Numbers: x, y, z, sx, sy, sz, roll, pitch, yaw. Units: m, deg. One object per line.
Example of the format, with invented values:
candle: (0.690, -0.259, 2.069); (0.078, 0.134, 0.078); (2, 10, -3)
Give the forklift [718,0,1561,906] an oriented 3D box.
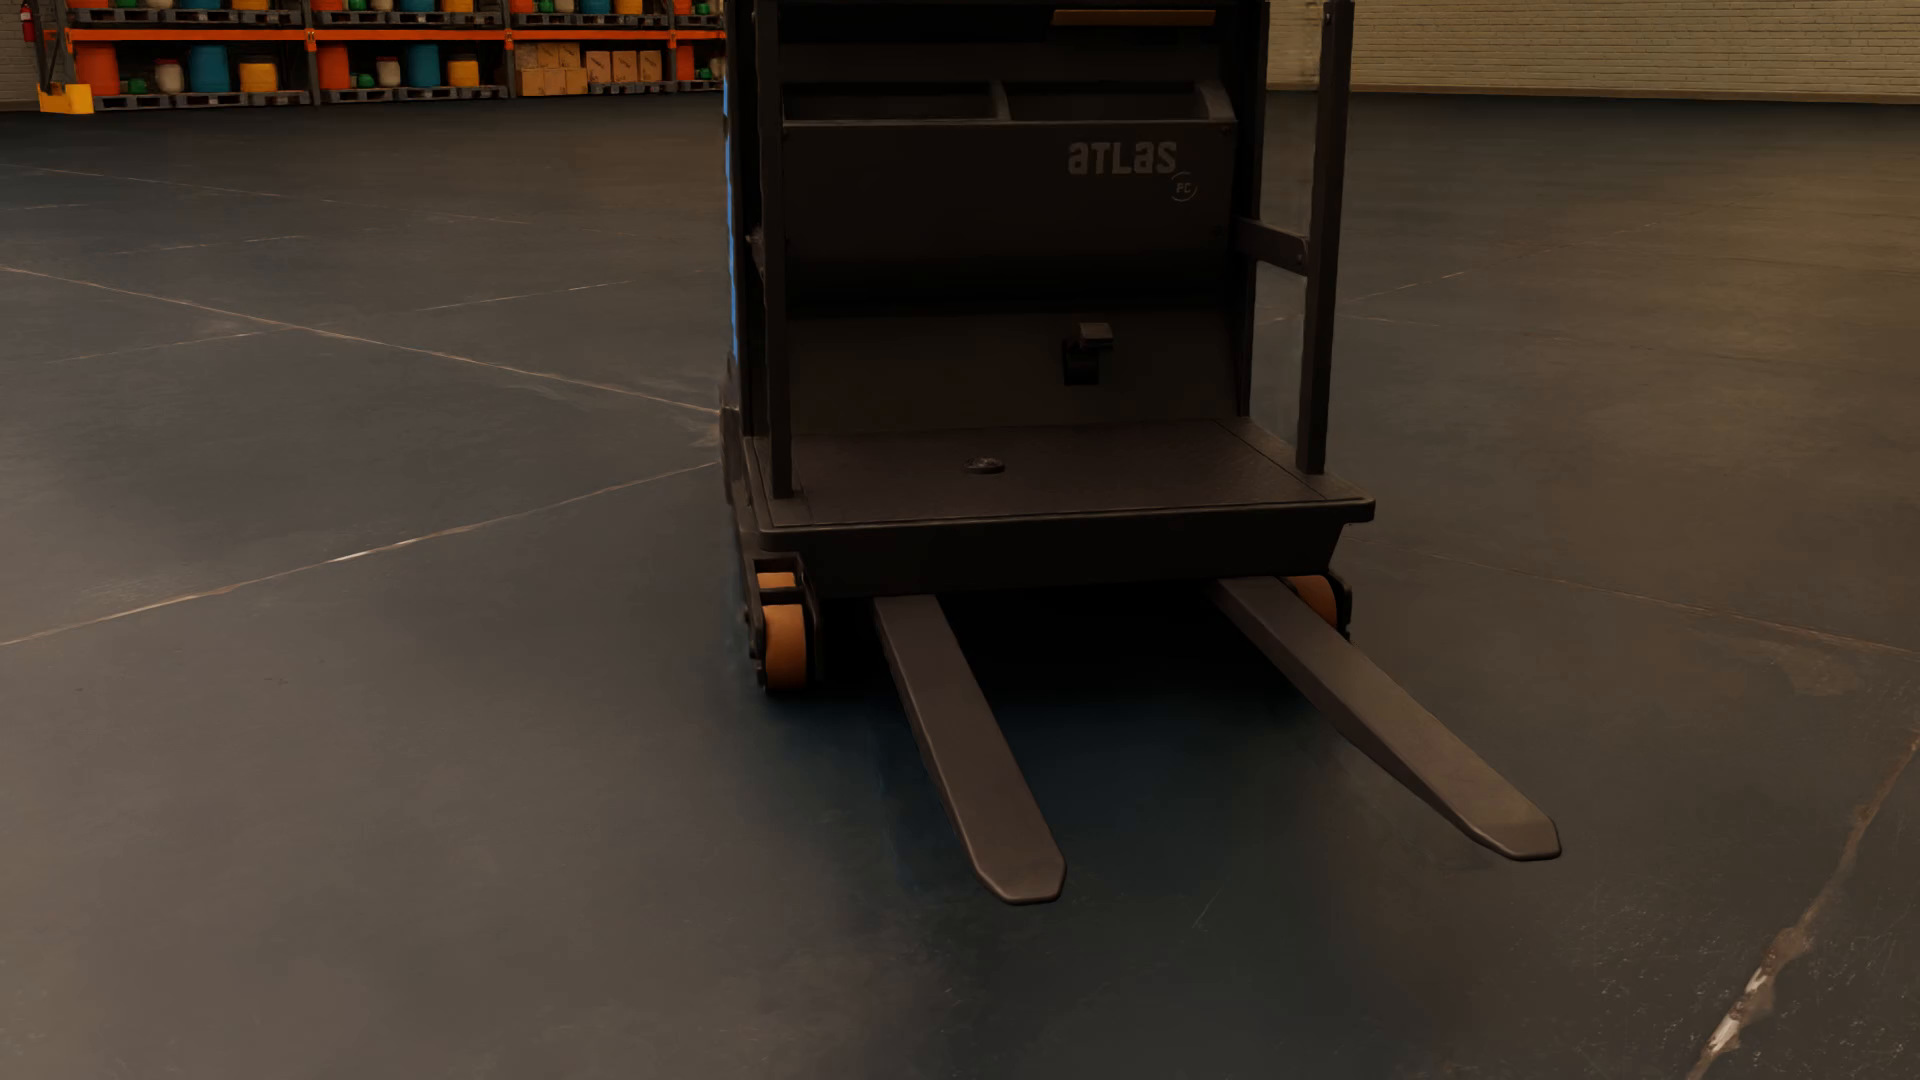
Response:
forklift: (0.123, -1.237, 2.970); (1.130, 2.935, 3.031); (-3, 17, -9)
